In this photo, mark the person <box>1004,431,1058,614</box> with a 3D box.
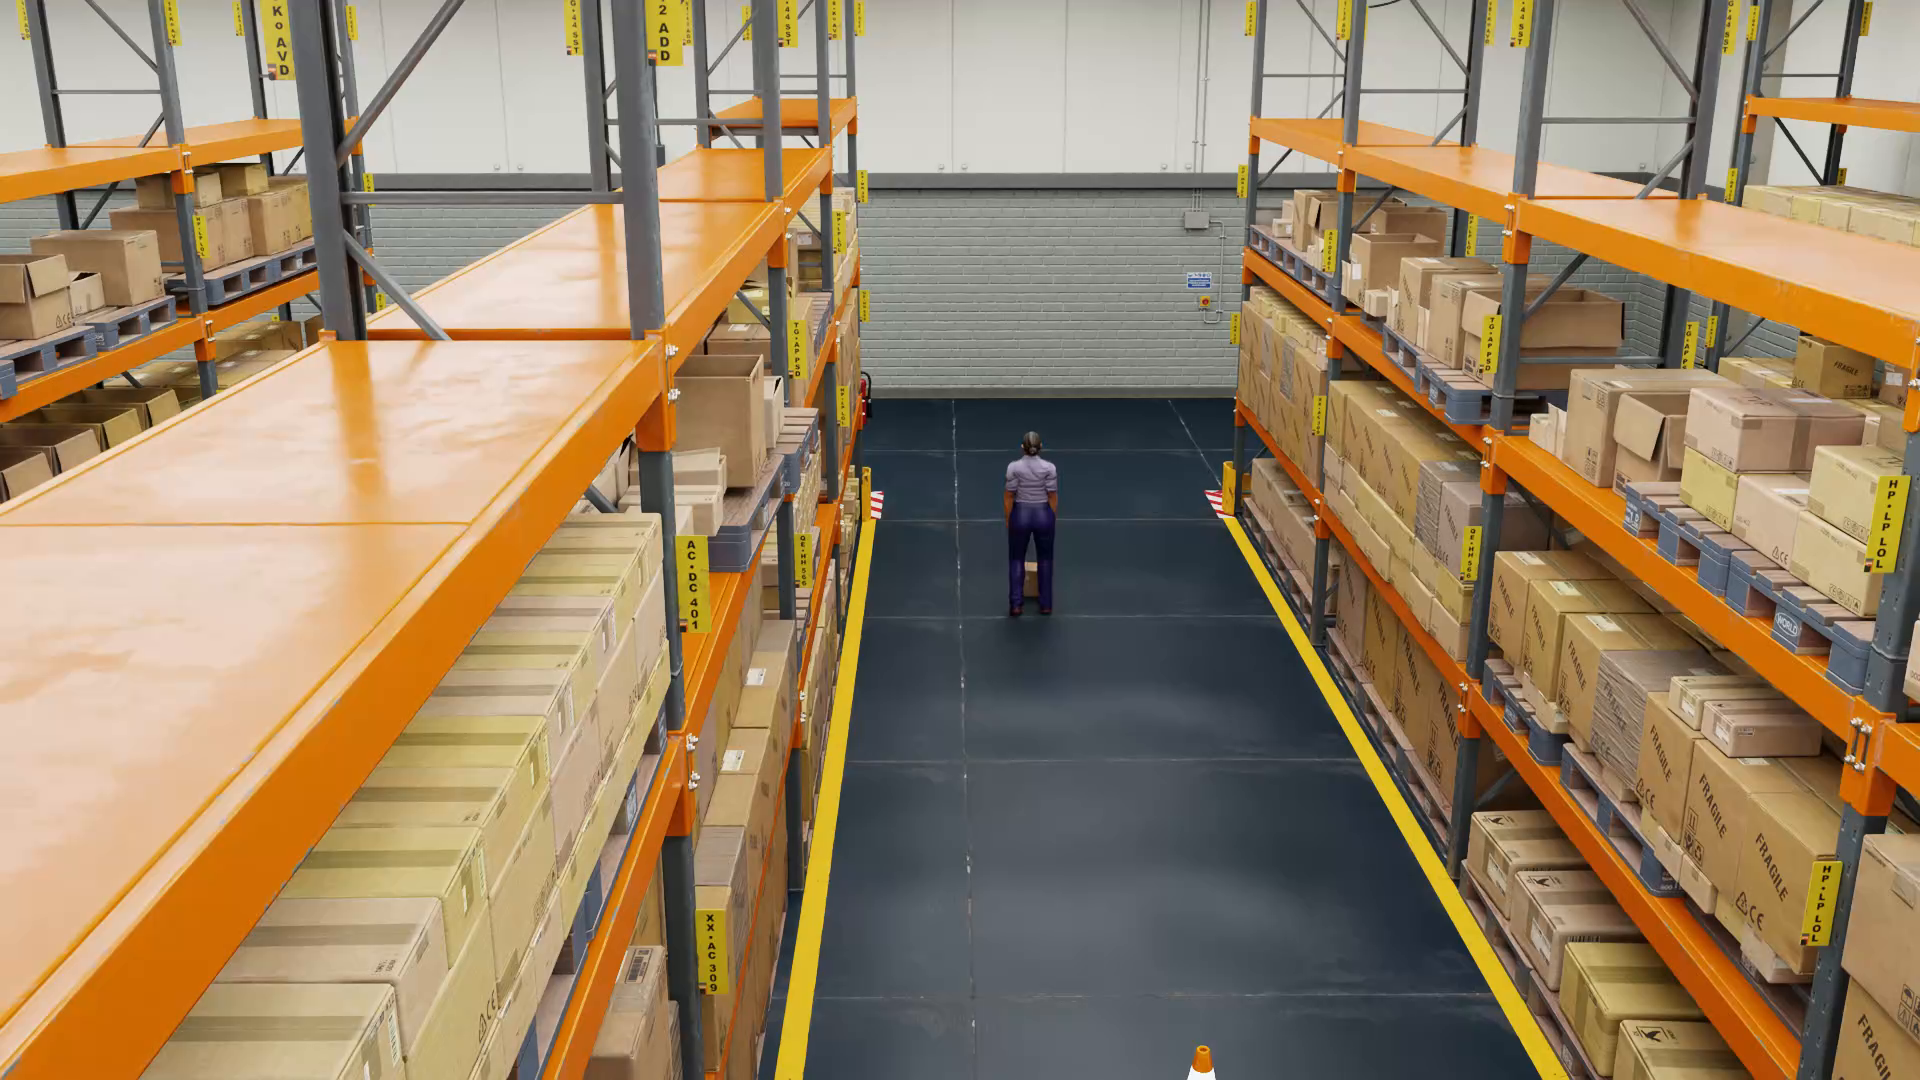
[{"bbox_3d":[0.616,-0.138,14.617,0.467,1.685,0.350,0,17,0],"label":"person"}]
